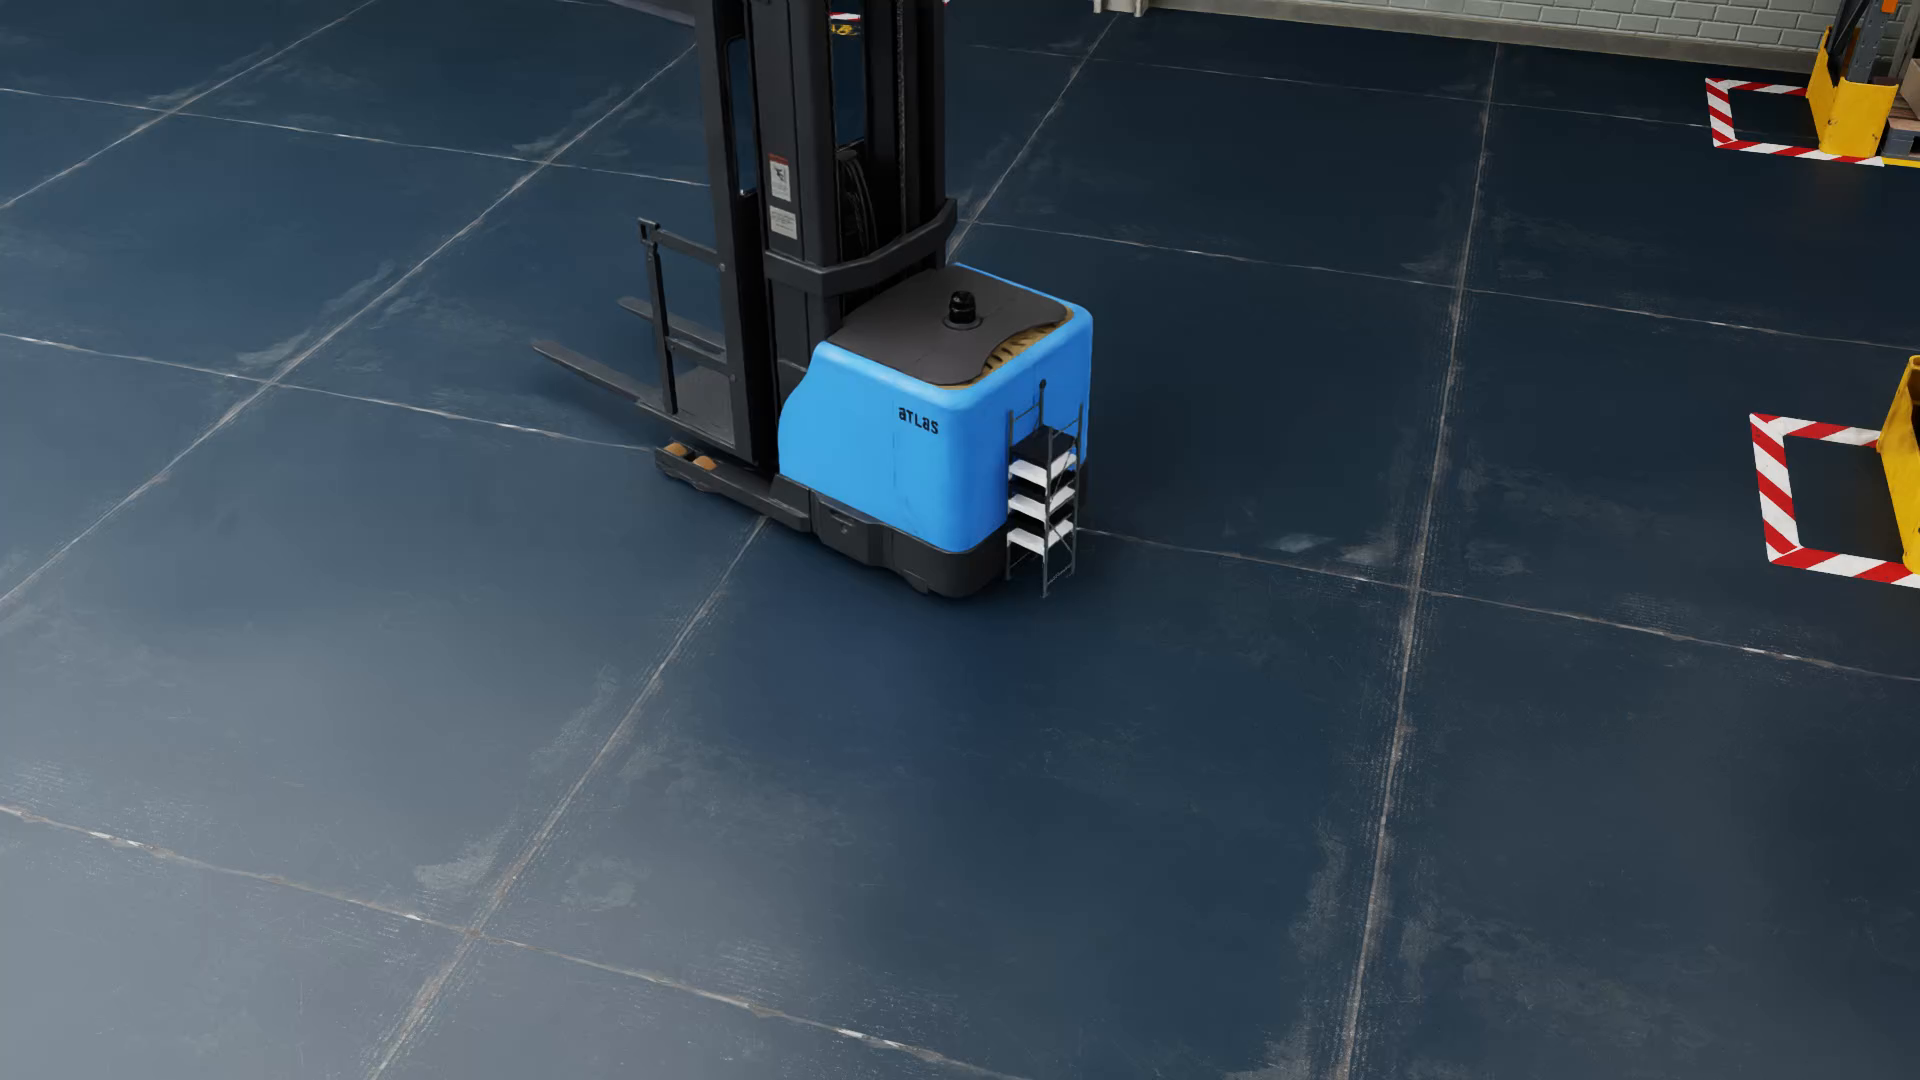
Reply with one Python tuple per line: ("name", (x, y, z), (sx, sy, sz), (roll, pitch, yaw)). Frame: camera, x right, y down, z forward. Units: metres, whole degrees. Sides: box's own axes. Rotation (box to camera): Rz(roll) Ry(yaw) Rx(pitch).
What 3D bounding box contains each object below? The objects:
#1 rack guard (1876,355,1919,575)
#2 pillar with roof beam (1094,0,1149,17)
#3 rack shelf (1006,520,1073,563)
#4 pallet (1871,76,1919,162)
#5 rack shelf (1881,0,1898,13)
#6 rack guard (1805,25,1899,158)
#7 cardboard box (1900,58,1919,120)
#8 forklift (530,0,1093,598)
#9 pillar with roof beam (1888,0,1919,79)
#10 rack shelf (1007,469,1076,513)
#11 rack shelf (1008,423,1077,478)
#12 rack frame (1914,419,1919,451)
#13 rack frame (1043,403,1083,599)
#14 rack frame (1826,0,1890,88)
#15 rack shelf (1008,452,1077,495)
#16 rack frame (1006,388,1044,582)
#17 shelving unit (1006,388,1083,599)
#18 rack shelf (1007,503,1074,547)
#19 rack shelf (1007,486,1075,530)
("rack guard", (4.633, -0.351, 7.805), (0.348, 0.500, 1.175), (10, 38, 14))
("pillar with roof beam", (0.045, -5.563, 7.717), (0.400, 9.000, 9.100), (10, 38, 14))
("rack shelf", (0.363, -0.023, 7.381), (0.200, 0.077, 0.258), (25, 43, 30))
("pallet", (6.967, -2.857, 11.453), (1.213, 0.211, 1.003), (10, 38, 14))
("rack shelf", (8.039, -3.513, 10.600), (4.000, 0.370, 1.077), (10, 38, 14))
("rack guard", (6.202, -3.136, 11.590), (0.348, 0.500, 1.175), (10, 38, 14))
("cardboard box", (6.763, -3.078, 11.298), (0.500, 0.311, 0.500), (6, 37, 9))
("forklift", (-0.871, -1.640, 7.505), (3.031, 2.935, 1.130), (25, 43, 30))
("pillar with roof beam", (5.772, -4.503, 6.276), (0.400, 9.000, 9.100), (10, 38, 14))
("rack shelf", (0.363, -0.240, 7.221), (0.200, 0.077, 0.258), (25, 43, 30))
("rack shelf", (0.363, -0.385, 7.115), (0.200, 0.077, 0.258), (25, 43, 30))
("rack frame", (4.656, -1.353, 7.058), (0.127, 3.000, 1.000), (10, 38, 14))
("rack frame", (0.443, -0.157, 7.205), (0.006, 0.900, 0.240), (25, 43, 30))
("rack frame", (6.130, -4.157, 10.867), (0.127, 3.000, 1.000), (10, 38, 14))
("rack shelf", (0.363, -0.313, 7.168), (0.200, 0.077, 0.258), (25, 43, 30))
("rack frame", (0.282, -0.231, 7.305), (0.006, 0.900, 0.240), (25, 43, 30))
("shelving unit", (0.363, -0.194, 7.255), (0.210, 0.900, 0.258), (25, 43, 30))
("rack shelf", (0.363, -0.095, 7.328), (0.200, 0.077, 0.258), (25, 43, 30))
("rack shelf", (0.363, -0.168, 7.275), (0.200, 0.077, 0.258), (25, 43, 30))
